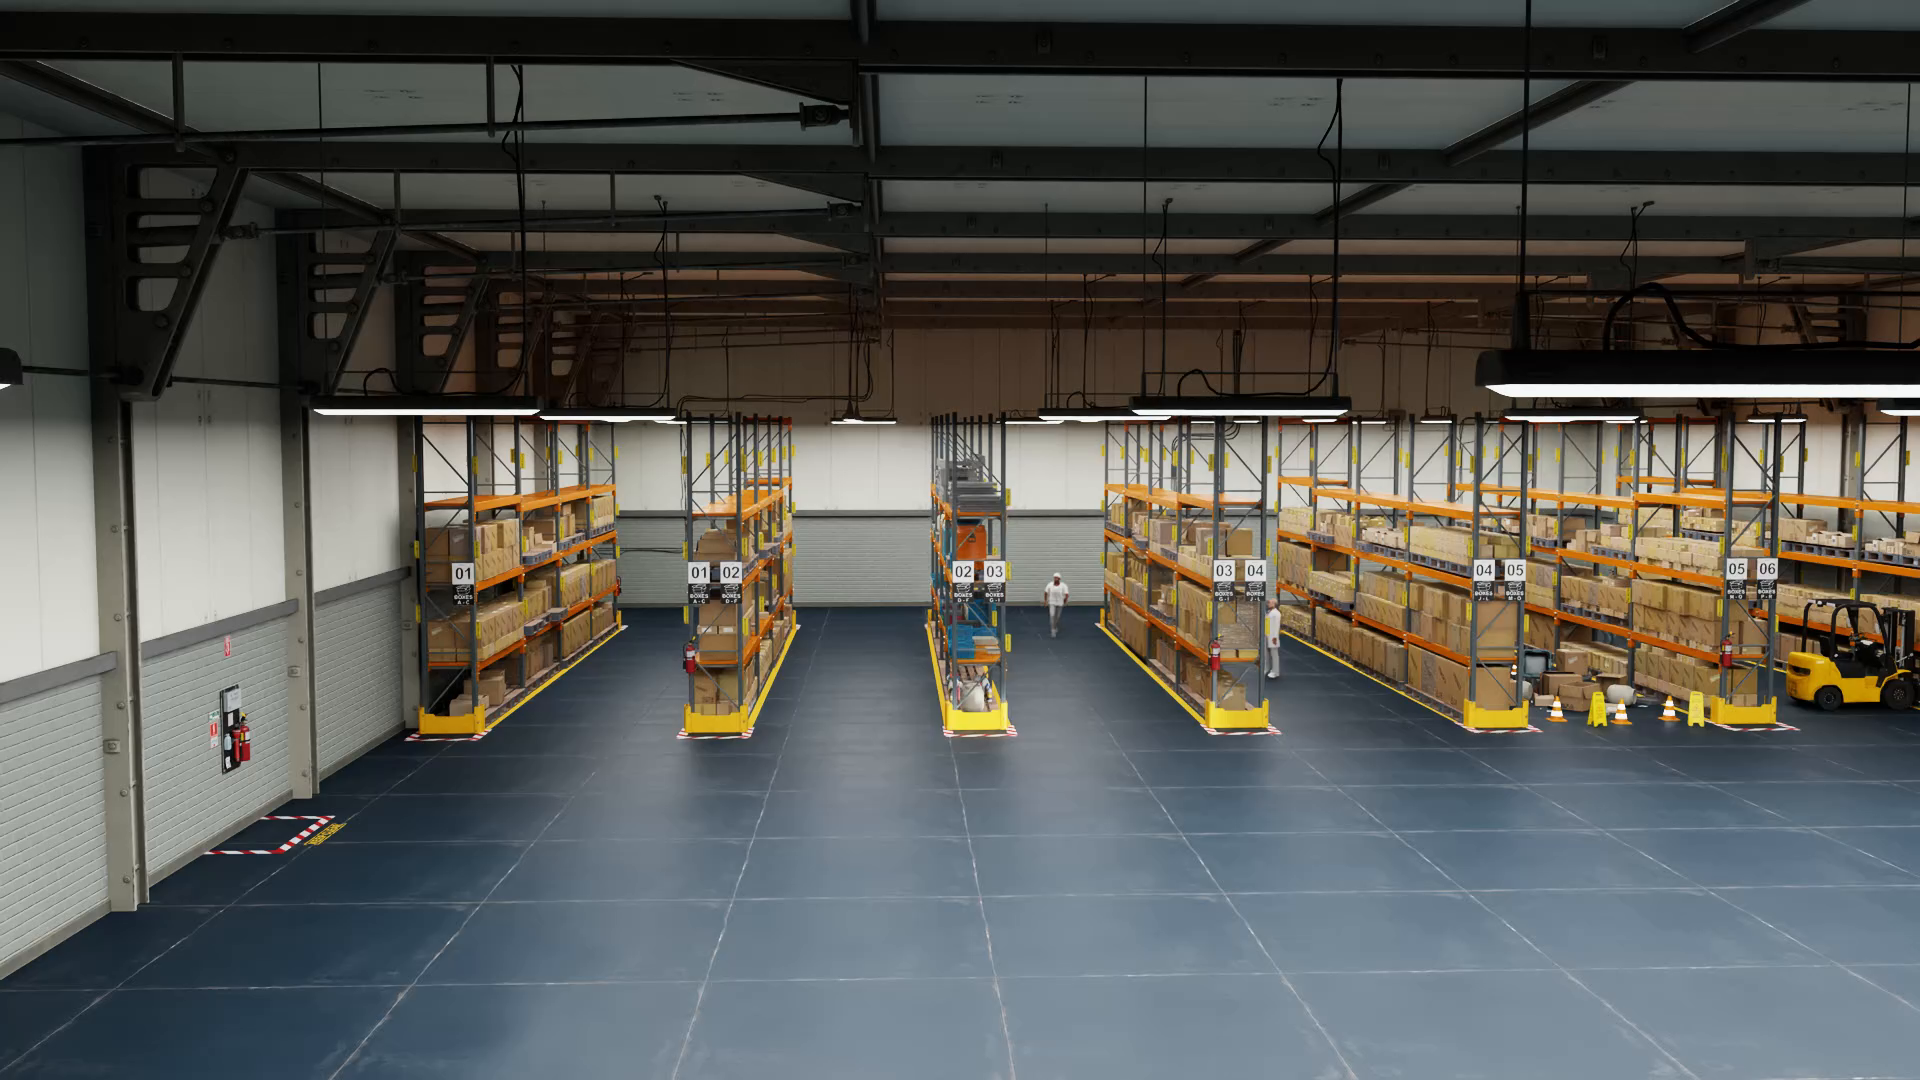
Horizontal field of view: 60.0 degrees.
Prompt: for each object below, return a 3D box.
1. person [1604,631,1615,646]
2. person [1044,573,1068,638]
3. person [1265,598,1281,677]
[{"bbox_3d":[16.381,1.992,41.987,0.468,1.768,0.630,2,5,31],"label":"person"},{"bbox_3d":[2.655,1.766,45.613,0.632,1.746,1.003,0,4,-3],"label":"person"},{"bbox_3d":[7.109,2.231,38.129,0.408,1.787,0.610,-2,5,-30],"label":"person"}]
